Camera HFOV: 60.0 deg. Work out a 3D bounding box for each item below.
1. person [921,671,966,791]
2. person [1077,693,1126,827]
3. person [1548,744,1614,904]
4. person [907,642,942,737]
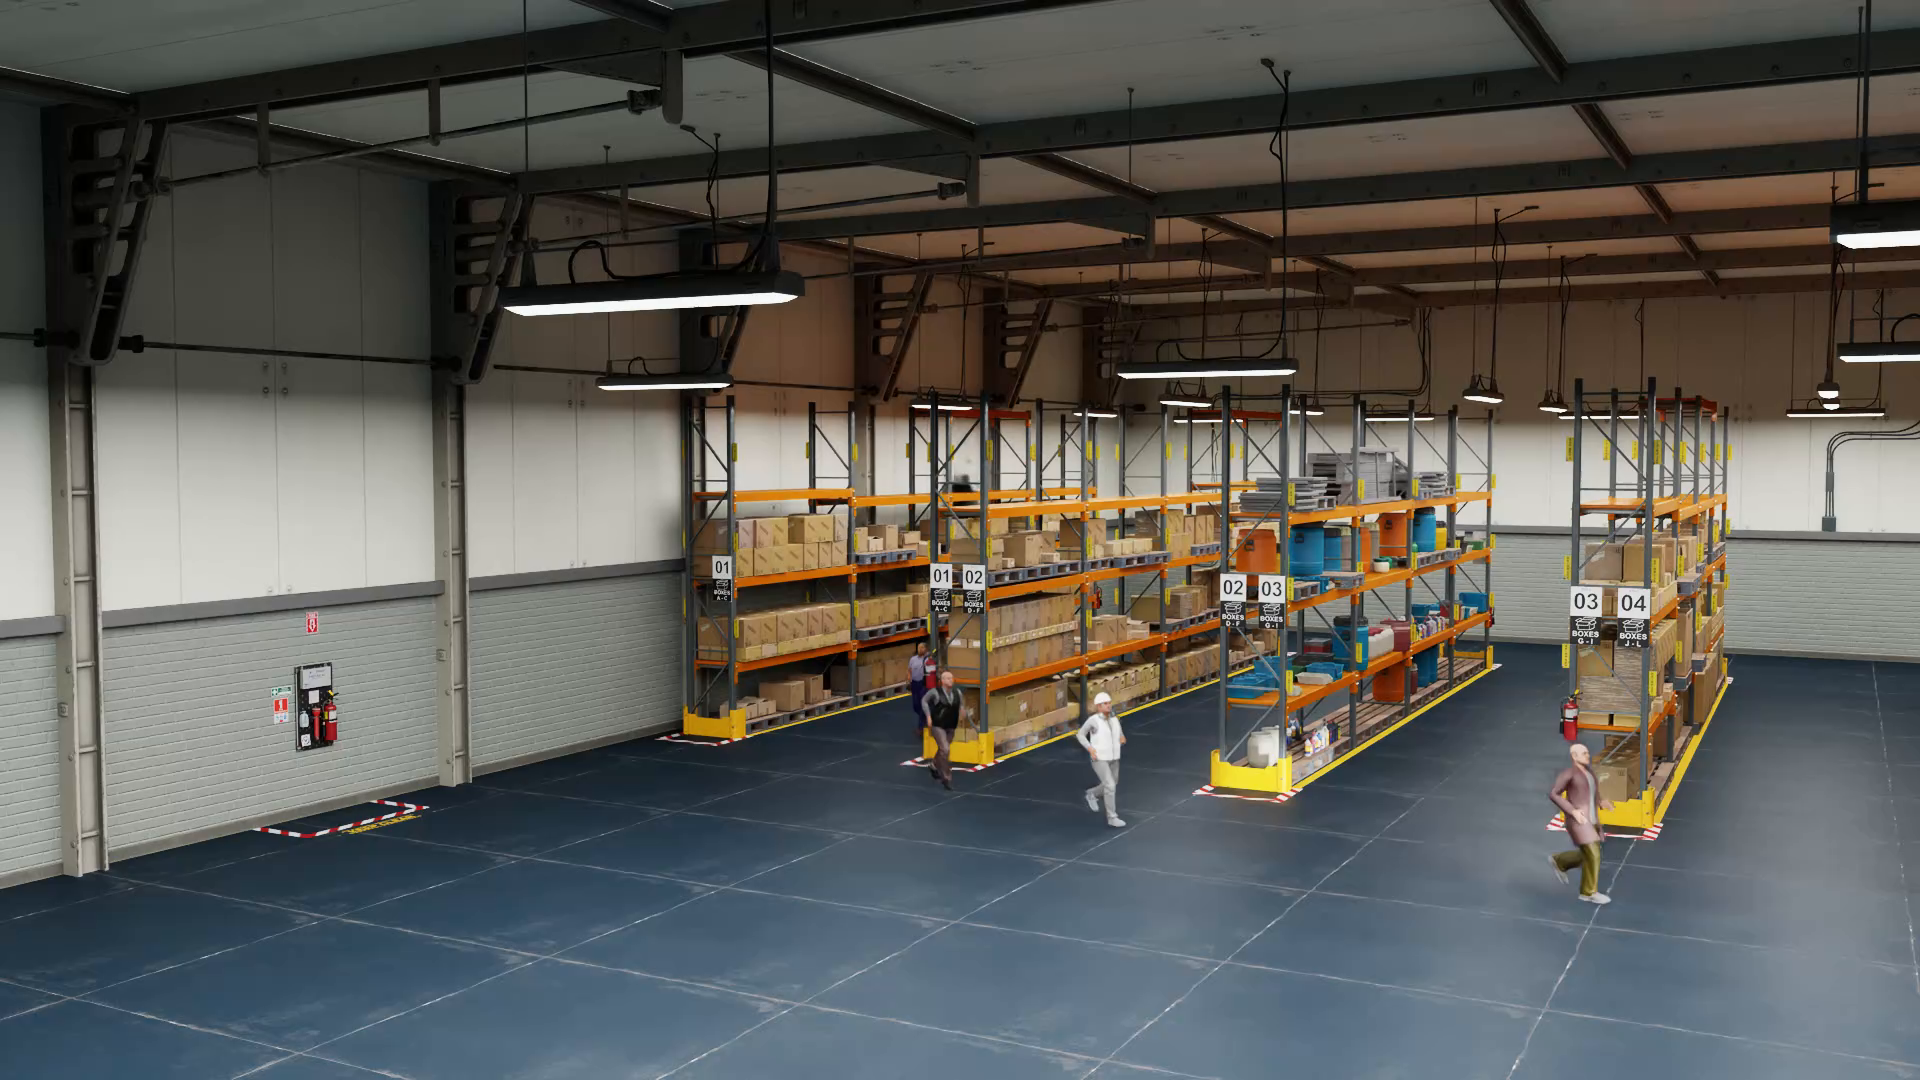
[{"bbox_3d":[-0.237,2.835,24.940,0.608,1.755,0.903,-2,4,-35],"label":"person"},{"bbox_3d":[1.942,2.936,22.422,0.667,1.750,0.919,-2,4,-37],"label":"person"},{"bbox_3d":[6.924,3.150,18.628,0.716,1.736,0.833,-2,4,-37],"label":"person"},{"bbox_3d":[-0.663,2.634,29.617,0.607,1.640,0.849,1,3,16],"label":"person"}]
